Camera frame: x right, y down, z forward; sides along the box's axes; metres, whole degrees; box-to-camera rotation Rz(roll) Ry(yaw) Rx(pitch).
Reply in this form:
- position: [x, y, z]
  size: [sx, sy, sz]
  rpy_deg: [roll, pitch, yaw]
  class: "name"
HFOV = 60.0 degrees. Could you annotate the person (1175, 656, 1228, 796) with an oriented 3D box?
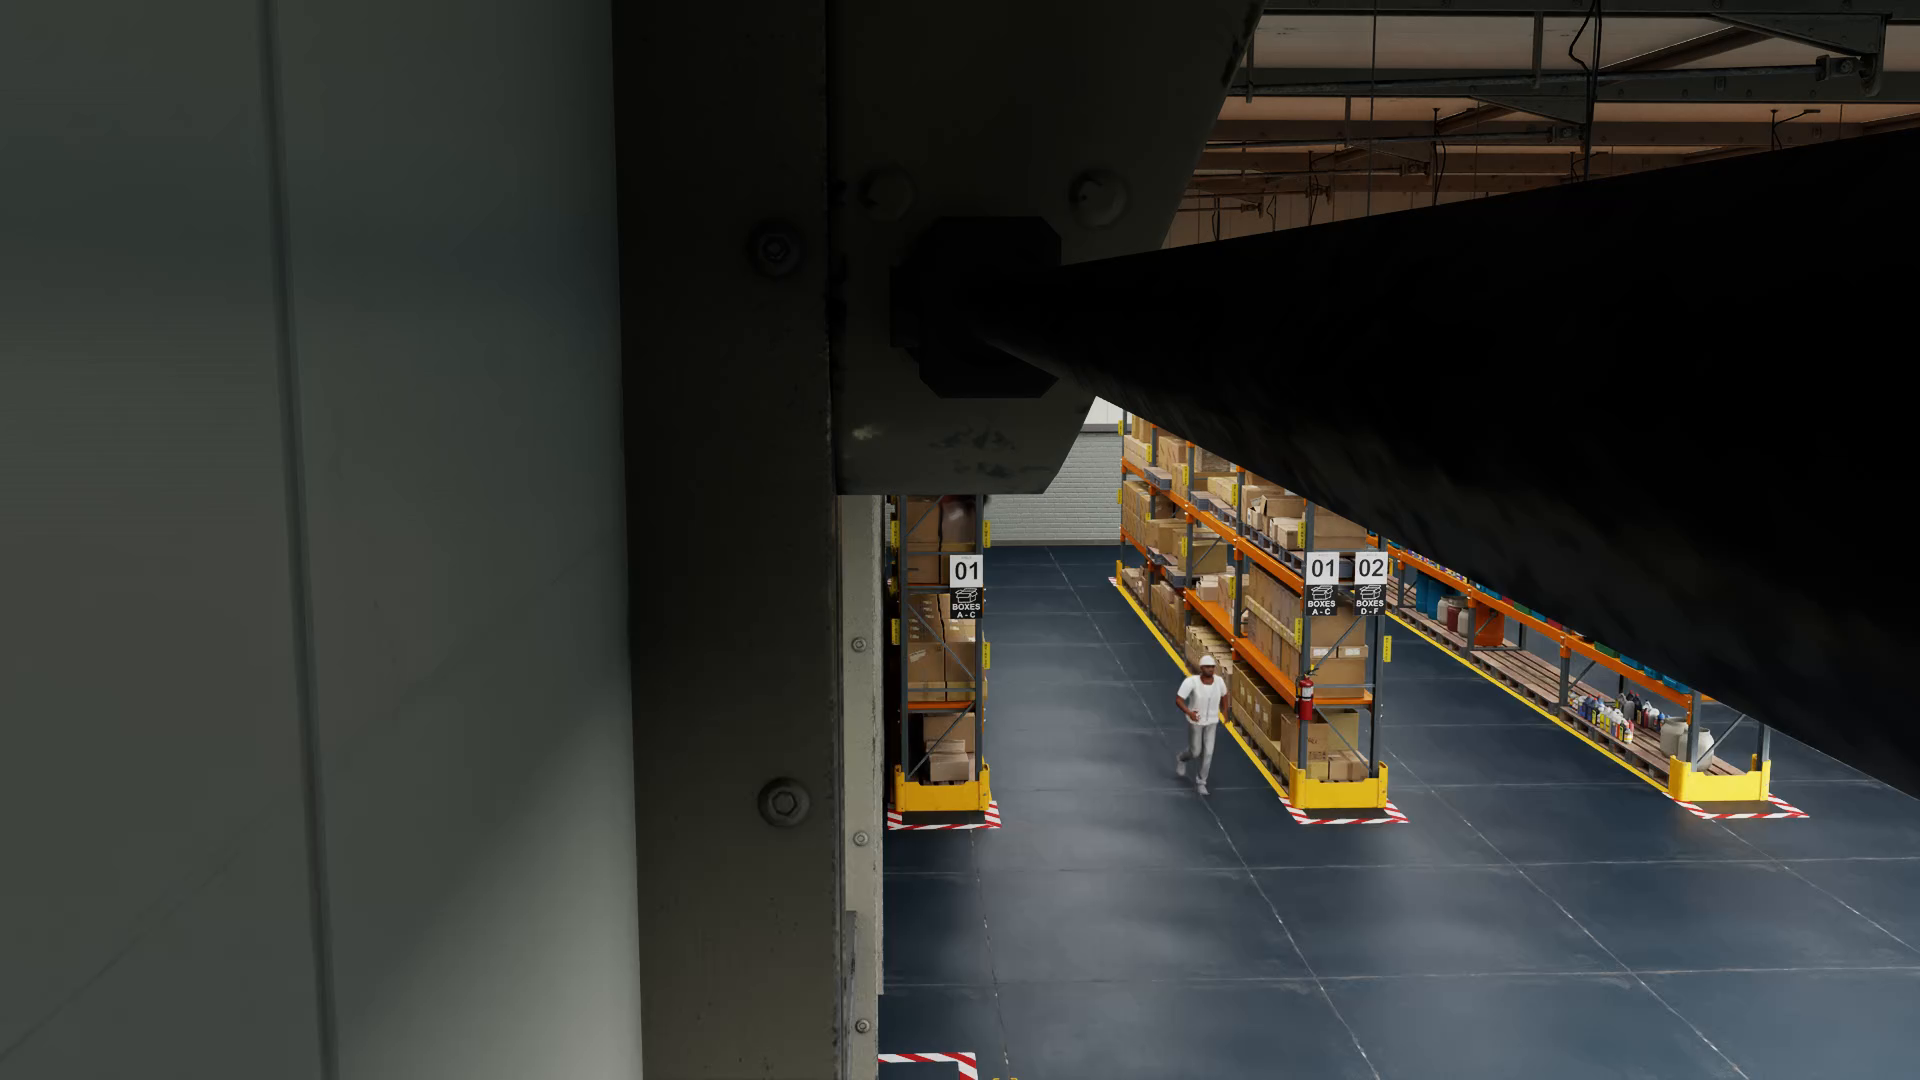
- position: [3.126, 2.339, 21.418]
  size: [0.736, 1.759, 0.785]
  rpy_deg: [-2, 9, -14]
  class: "person"
